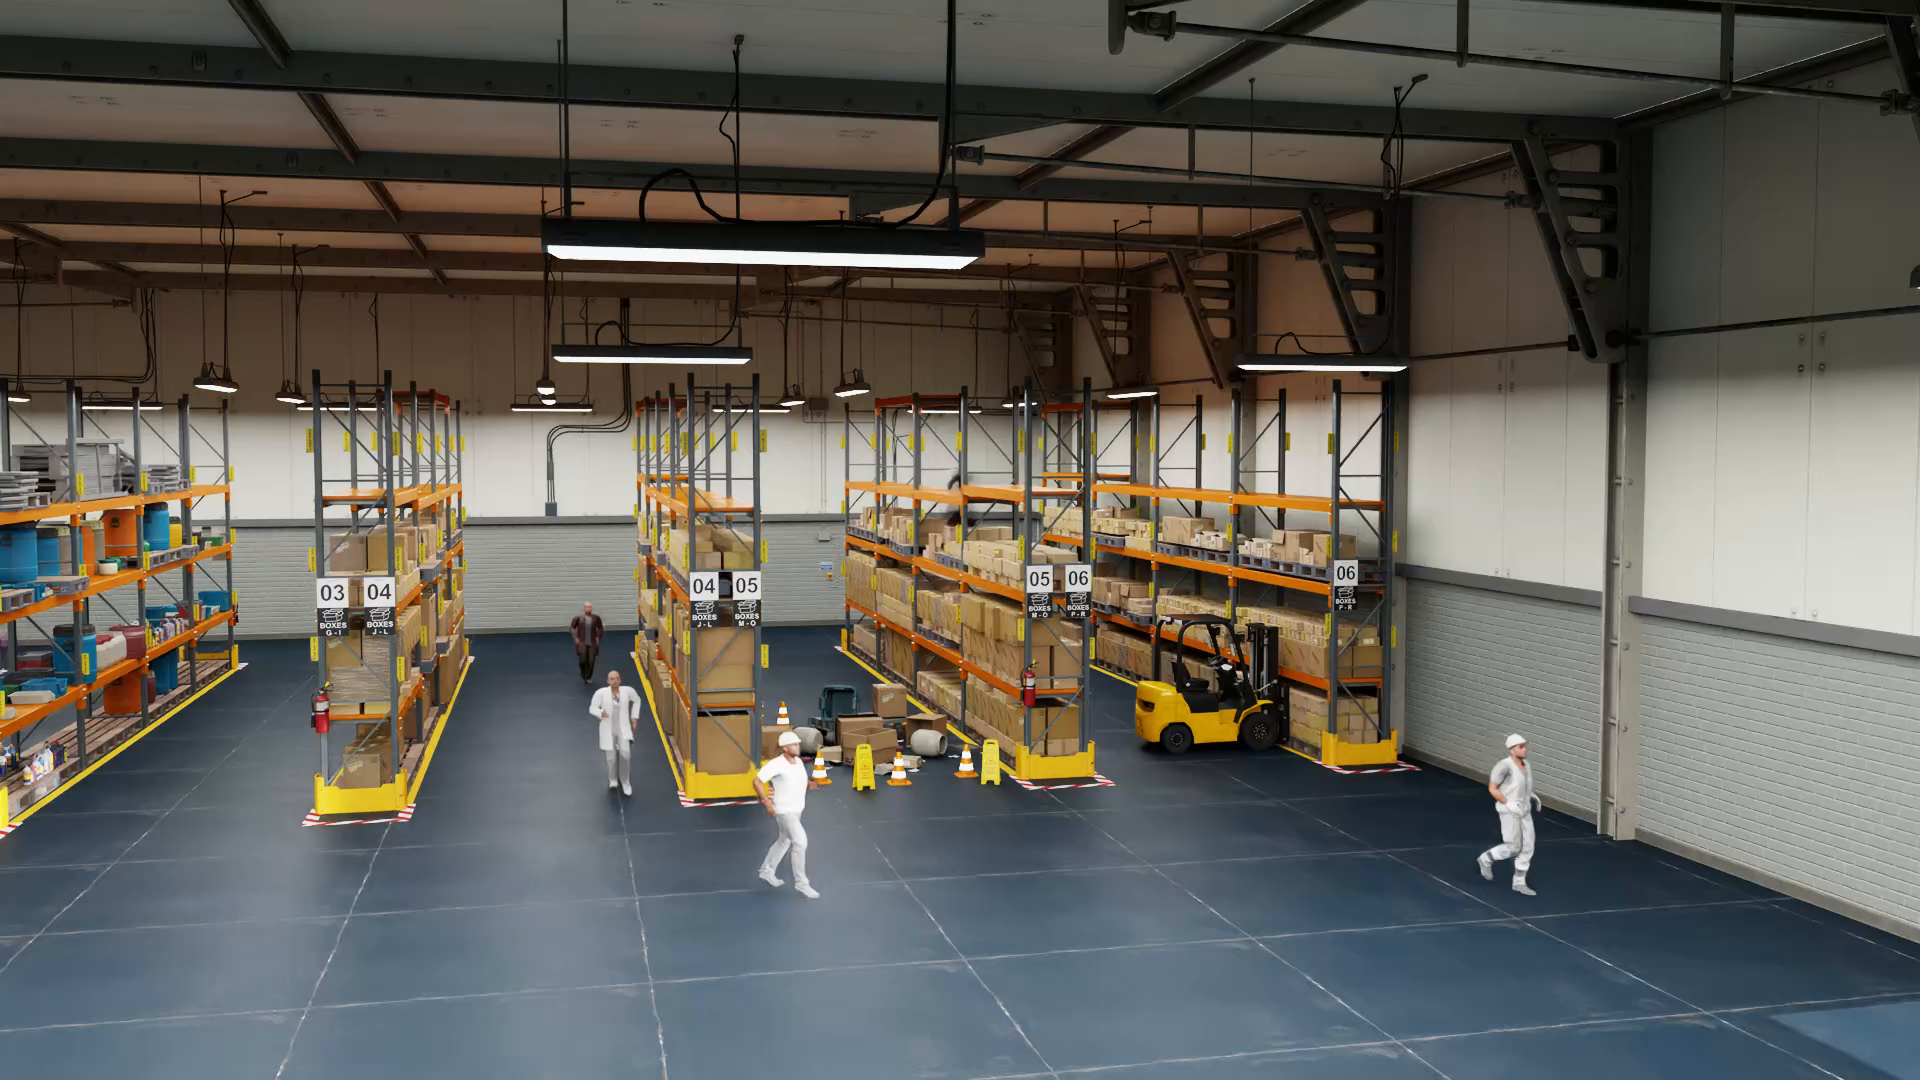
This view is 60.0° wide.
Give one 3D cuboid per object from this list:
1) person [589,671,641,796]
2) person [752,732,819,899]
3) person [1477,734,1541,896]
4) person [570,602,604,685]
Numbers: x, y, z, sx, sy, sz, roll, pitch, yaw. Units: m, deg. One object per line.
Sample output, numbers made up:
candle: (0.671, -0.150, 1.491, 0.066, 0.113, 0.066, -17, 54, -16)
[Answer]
person: (-4.935, 2.753, 23.826, 0.730, 1.789, 0.860, -1, 3, -13)
person: (-1.895, 3.031, 18.496, 0.808, 1.806, 0.693, 1, 4, 21)
person: (6.182, 3.049, 18.650, 0.683, 1.770, 0.717, -2, 4, -34)
person: (-7.771, 2.152, 34.667, 0.684, 1.717, 0.606, -1, 3, -19)
